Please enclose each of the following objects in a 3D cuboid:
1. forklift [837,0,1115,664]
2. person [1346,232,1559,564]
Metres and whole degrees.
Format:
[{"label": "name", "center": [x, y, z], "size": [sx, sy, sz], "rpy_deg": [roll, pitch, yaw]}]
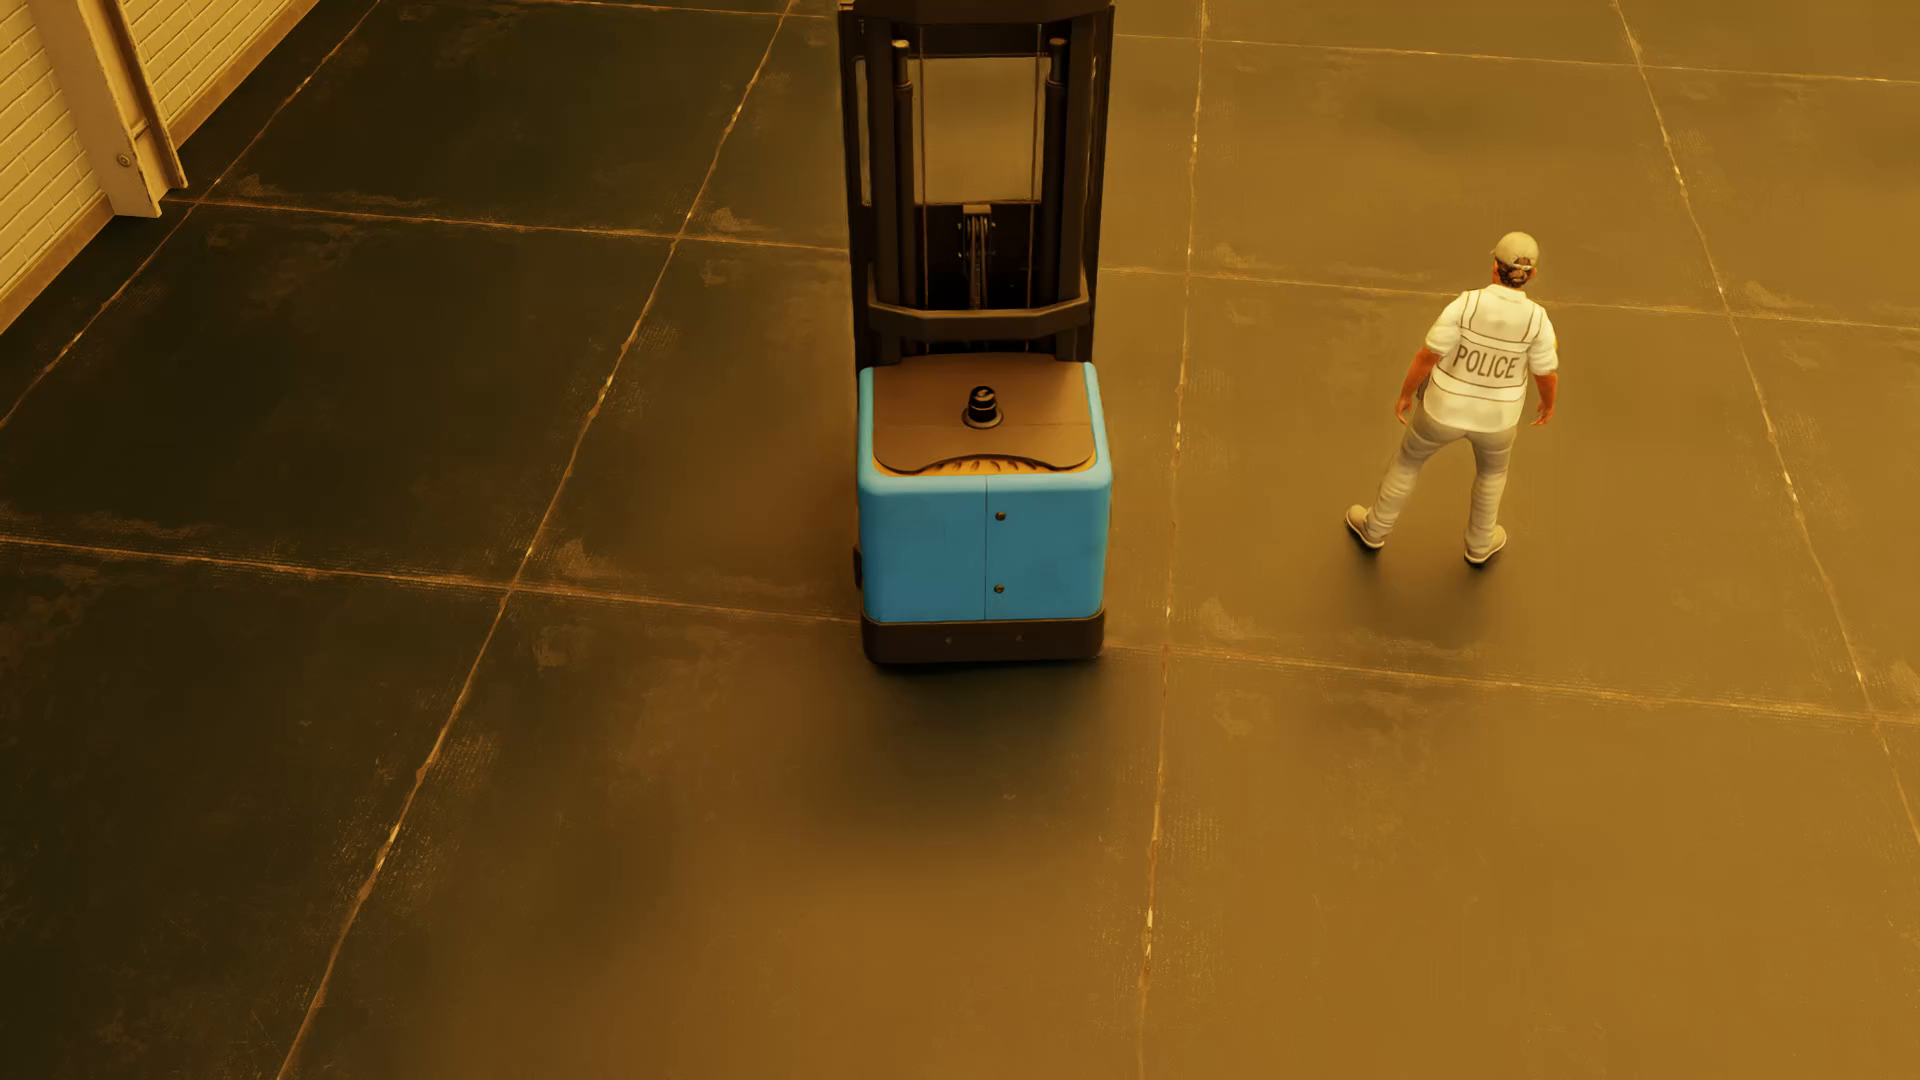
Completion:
[{"label": "forklift", "center": [0.053, -1.524, 7.384], "size": [1.130, 2.935, 3.031], "rpy_deg": [-1, 43, -1]}, {"label": "person", "center": [2.222, -0.602, 7.339], "size": [0.778, 1.651, 0.468], "rpy_deg": [9, 43, 10]}]
